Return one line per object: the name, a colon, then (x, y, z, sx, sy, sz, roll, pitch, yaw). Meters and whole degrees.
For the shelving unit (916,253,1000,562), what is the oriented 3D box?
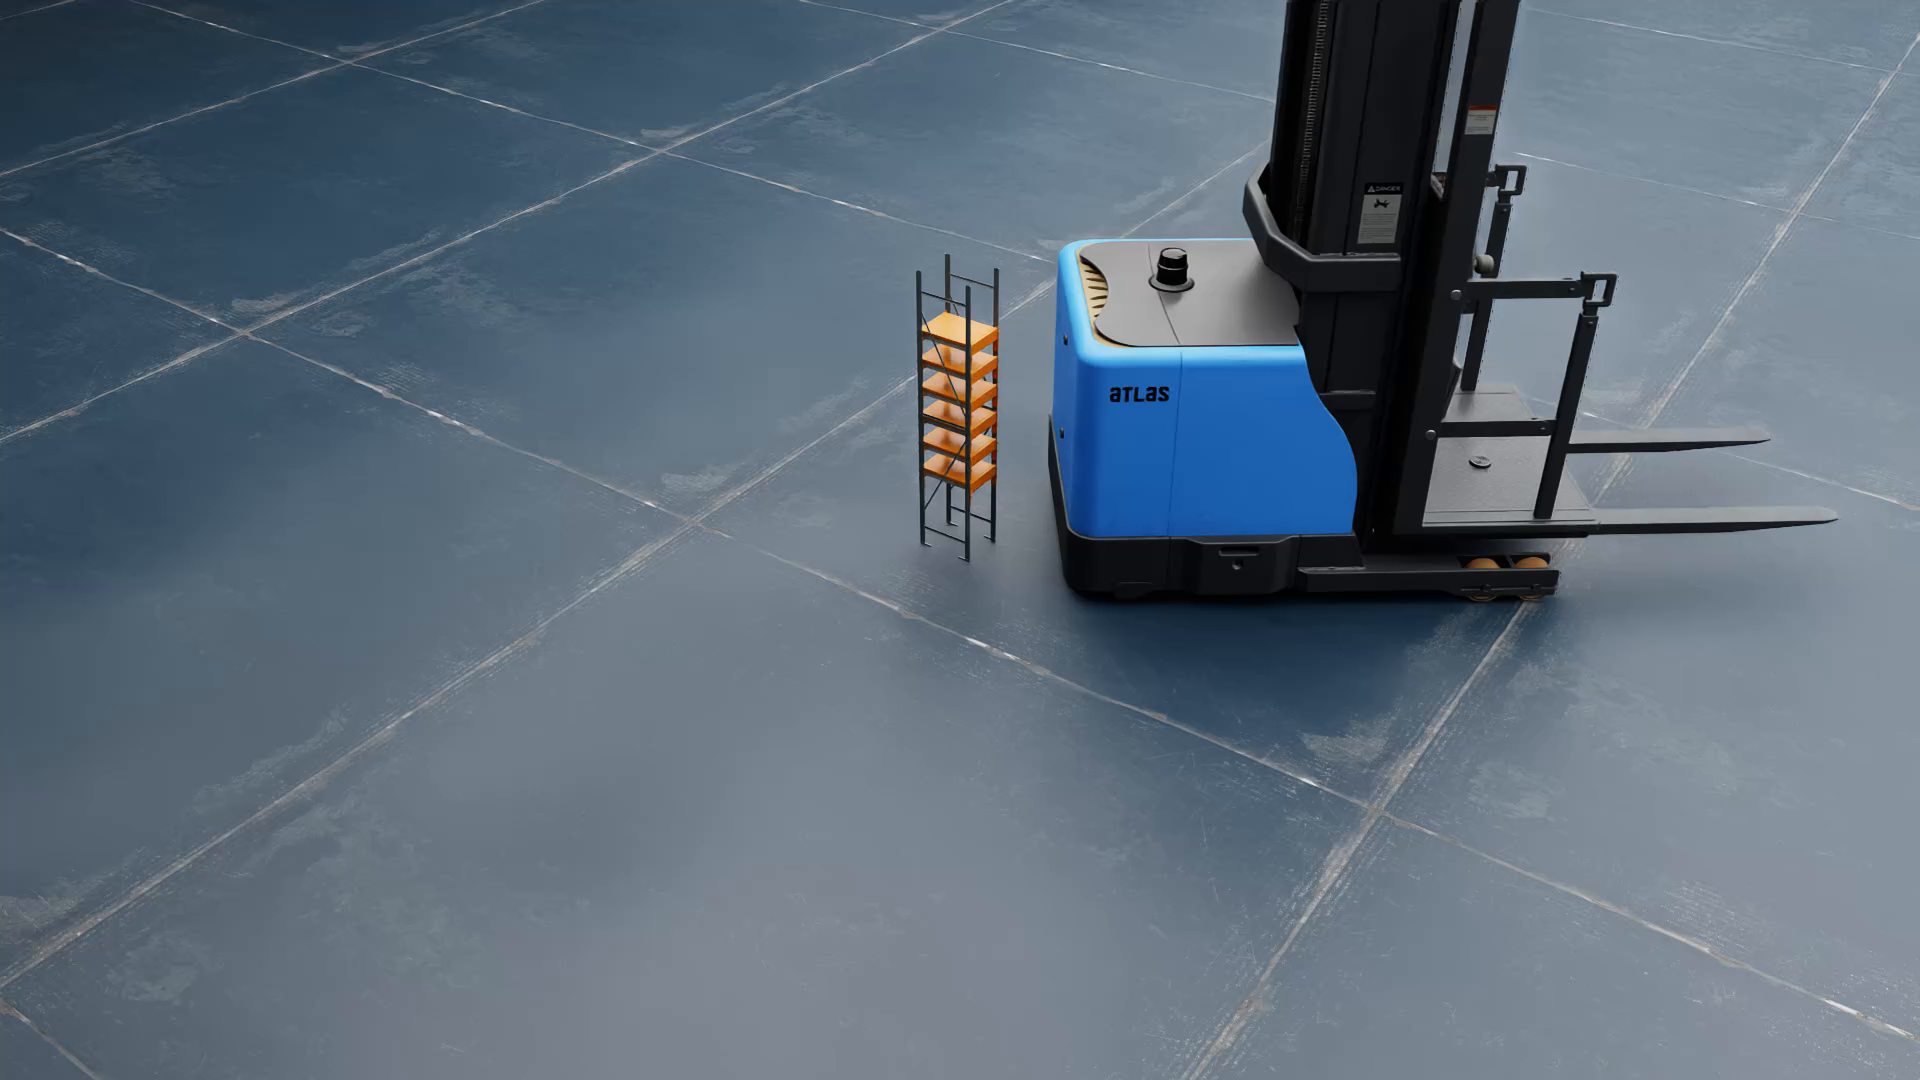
shelving unit: (-0.008, -0.490, 6.404, 0.258, 1.200, 0.189, 21, 39, 28)

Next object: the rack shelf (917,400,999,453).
rack shelf: (-0.008, -0.454, 6.429, 0.258, 0.103, 0.180, 21, 39, 28)

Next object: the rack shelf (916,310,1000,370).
rack shelf: (-0.008, -0.752, 6.227, 0.258, 0.103, 0.180, 21, 39, 28)

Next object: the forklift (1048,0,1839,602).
forklift: (1.903, -1.274, 6.018, 3.031, 2.935, 1.130, -1, 34, -1)

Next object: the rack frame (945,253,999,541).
rack frame: (0.044, -0.532, 6.466, 0.240, 1.200, 0.006, 21, 39, 28)

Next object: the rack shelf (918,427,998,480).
rack shelf: (-0.008, -0.354, 6.496, 0.258, 0.103, 0.180, 21, 39, 28)

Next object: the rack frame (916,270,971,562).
rack frame: (-0.060, -0.448, 6.342, 0.240, 1.200, 0.006, 21, 39, 28)

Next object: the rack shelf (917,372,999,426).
rack shelf: (-0.008, -0.553, 6.362, 0.258, 0.103, 0.180, 21, 39, 28)

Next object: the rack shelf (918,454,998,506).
rack shelf: (-0.008, -0.255, 6.563, 0.258, 0.103, 0.180, 21, 39, 28)

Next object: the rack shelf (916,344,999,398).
rack shelf: (-0.008, -0.652, 6.294, 0.258, 0.103, 0.180, 21, 39, 28)
